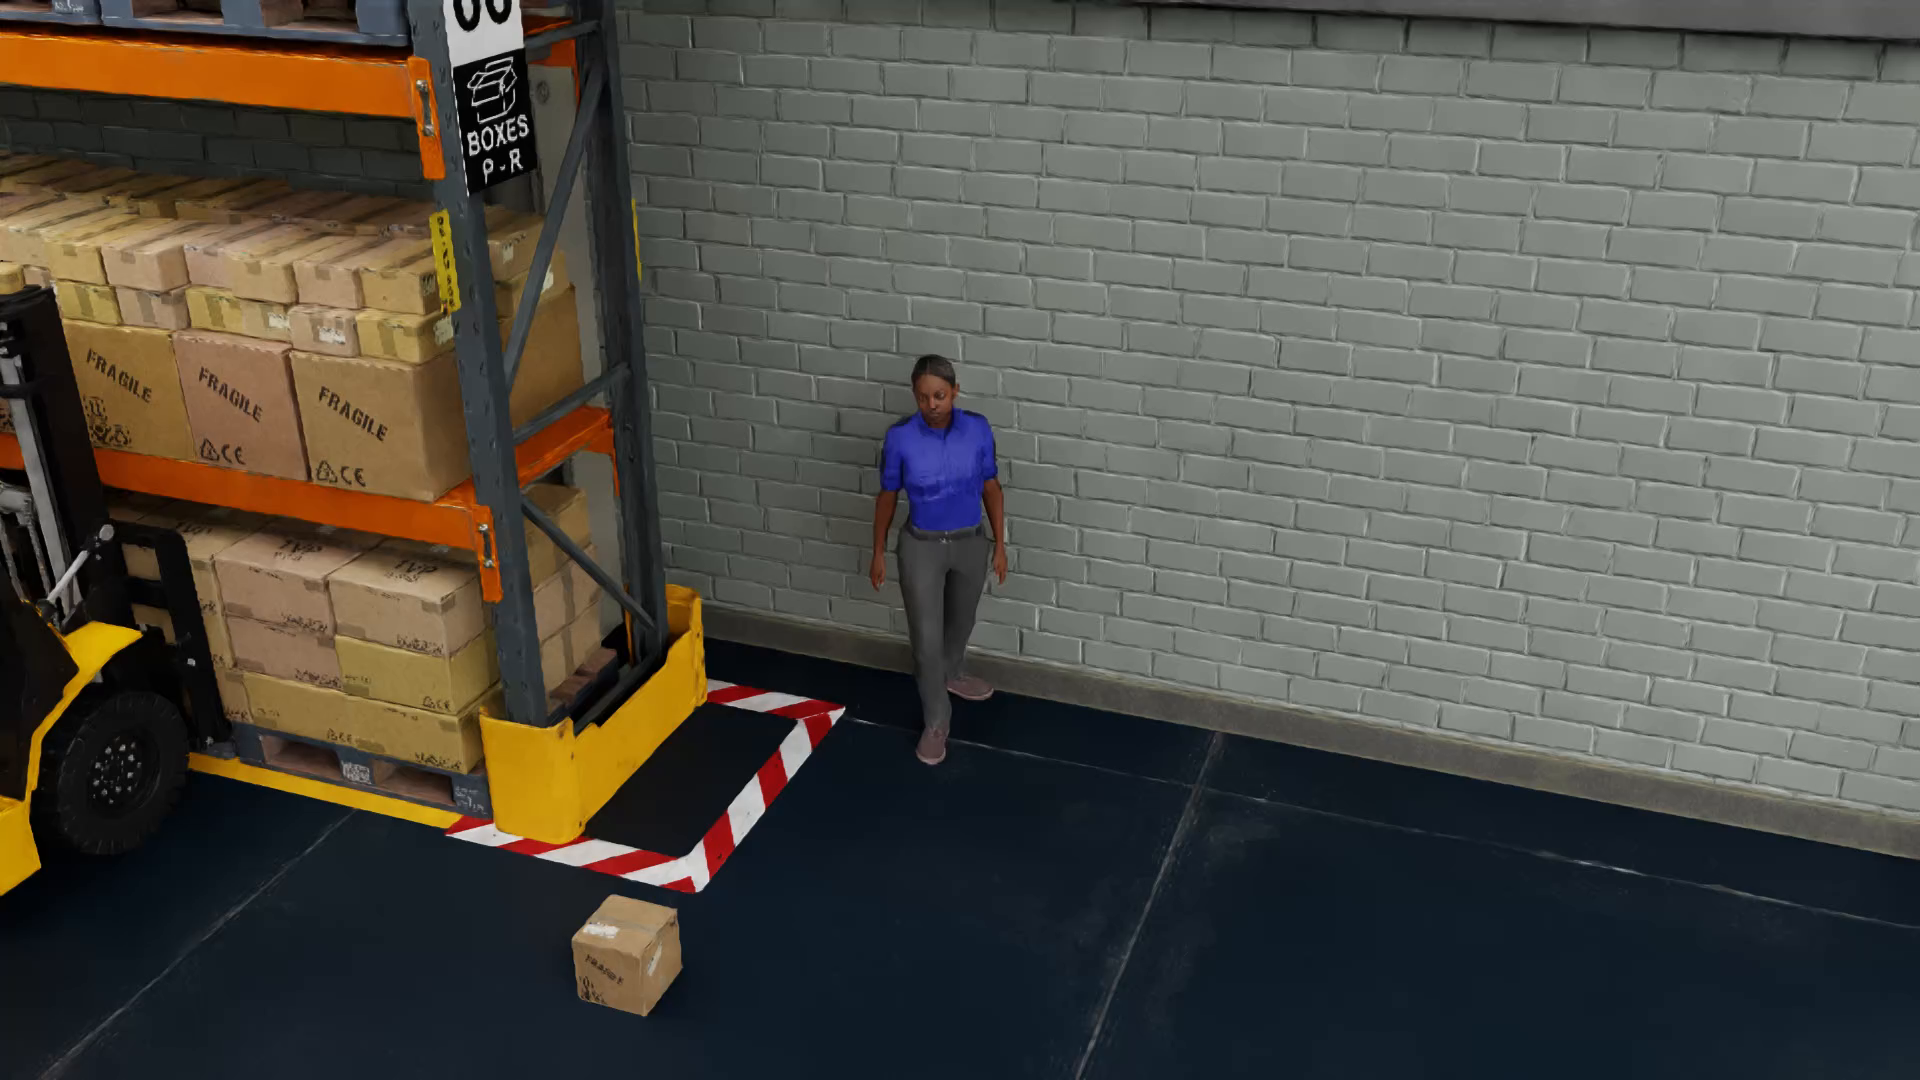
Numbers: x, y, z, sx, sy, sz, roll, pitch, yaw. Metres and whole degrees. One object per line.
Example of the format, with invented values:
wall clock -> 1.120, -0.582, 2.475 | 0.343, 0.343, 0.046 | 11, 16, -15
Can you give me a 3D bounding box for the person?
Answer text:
person -> -0.088, 0.026, 6.572 | 0.544, 1.647, 0.597 | -7, 27, -14
